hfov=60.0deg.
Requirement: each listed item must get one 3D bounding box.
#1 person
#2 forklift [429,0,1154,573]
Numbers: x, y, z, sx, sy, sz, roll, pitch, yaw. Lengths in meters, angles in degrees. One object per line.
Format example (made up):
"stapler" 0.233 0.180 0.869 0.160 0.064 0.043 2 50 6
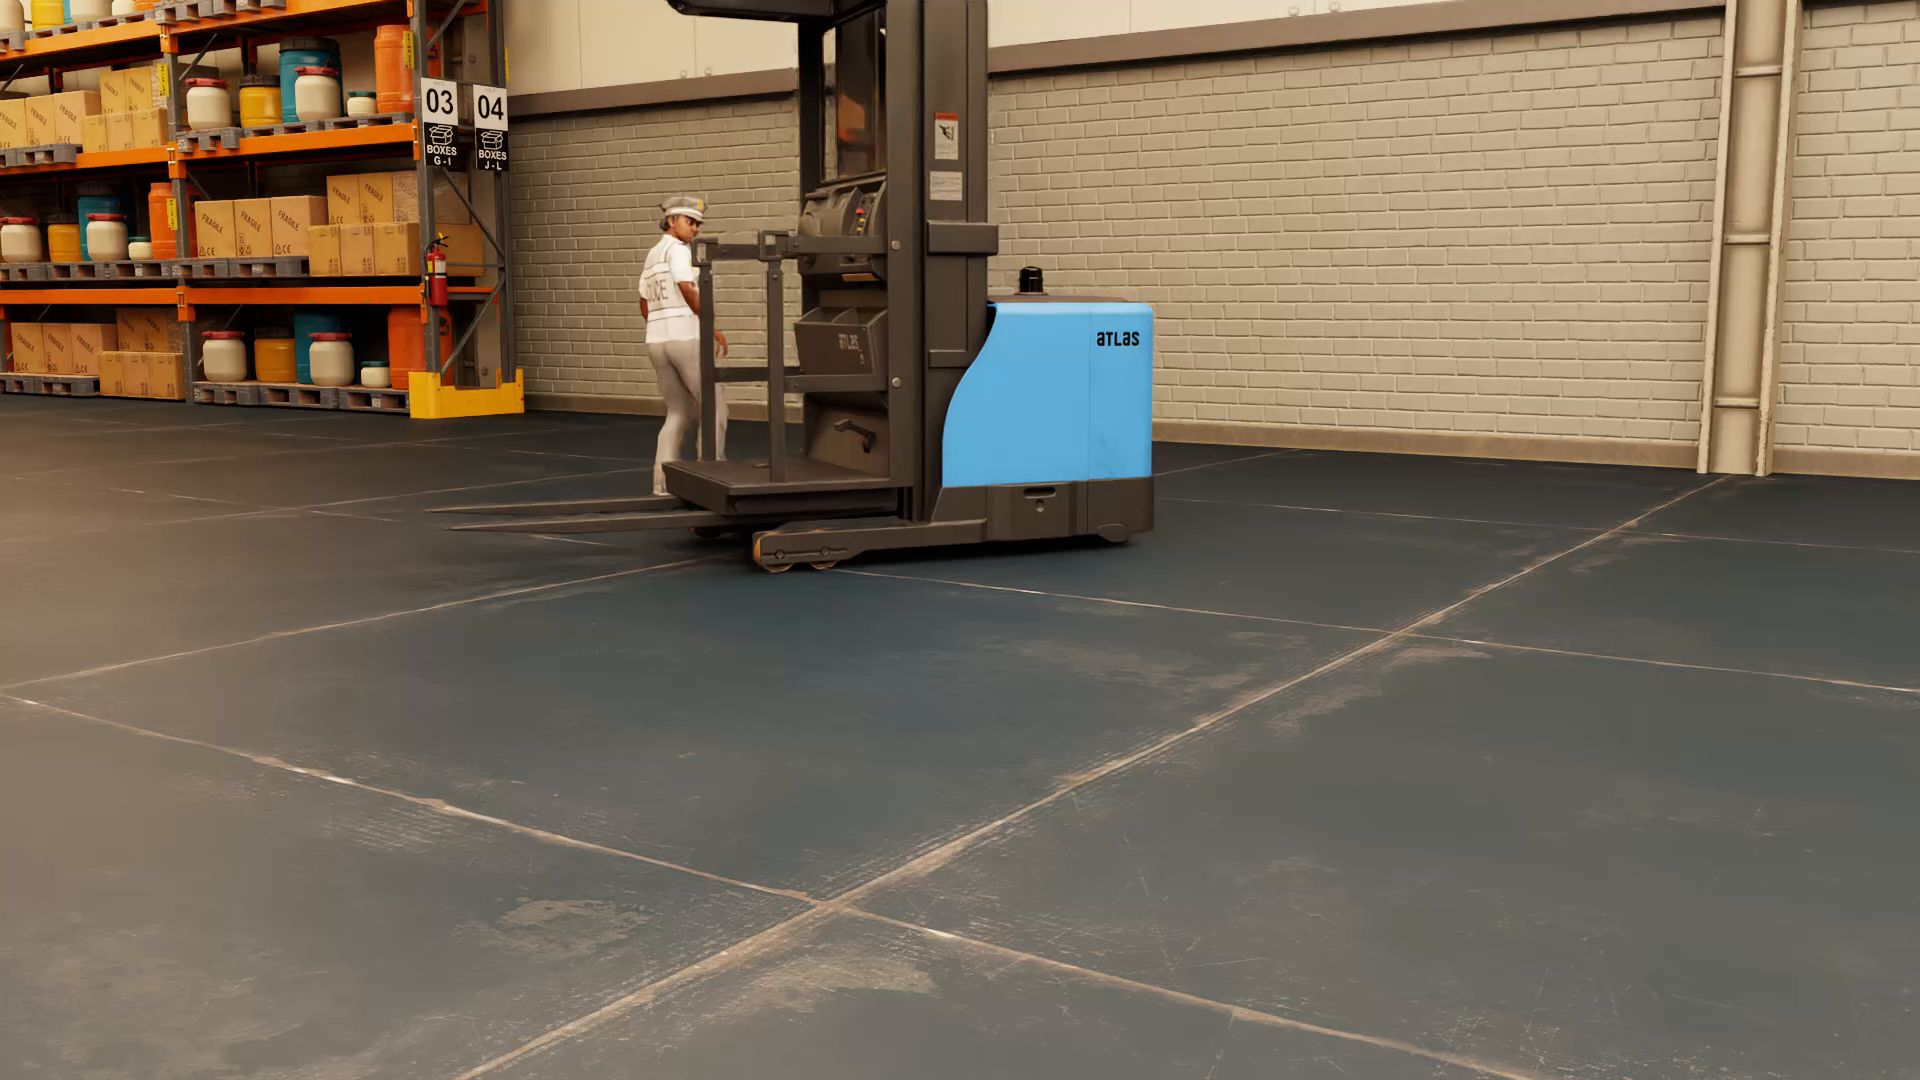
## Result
"person" -1.509 -1.058 9.217 0.479 1.650 0.653 -8 11 -43
"forklift" -0.694 -1.404 7.063 3.031 2.935 1.130 -4 9 -24
